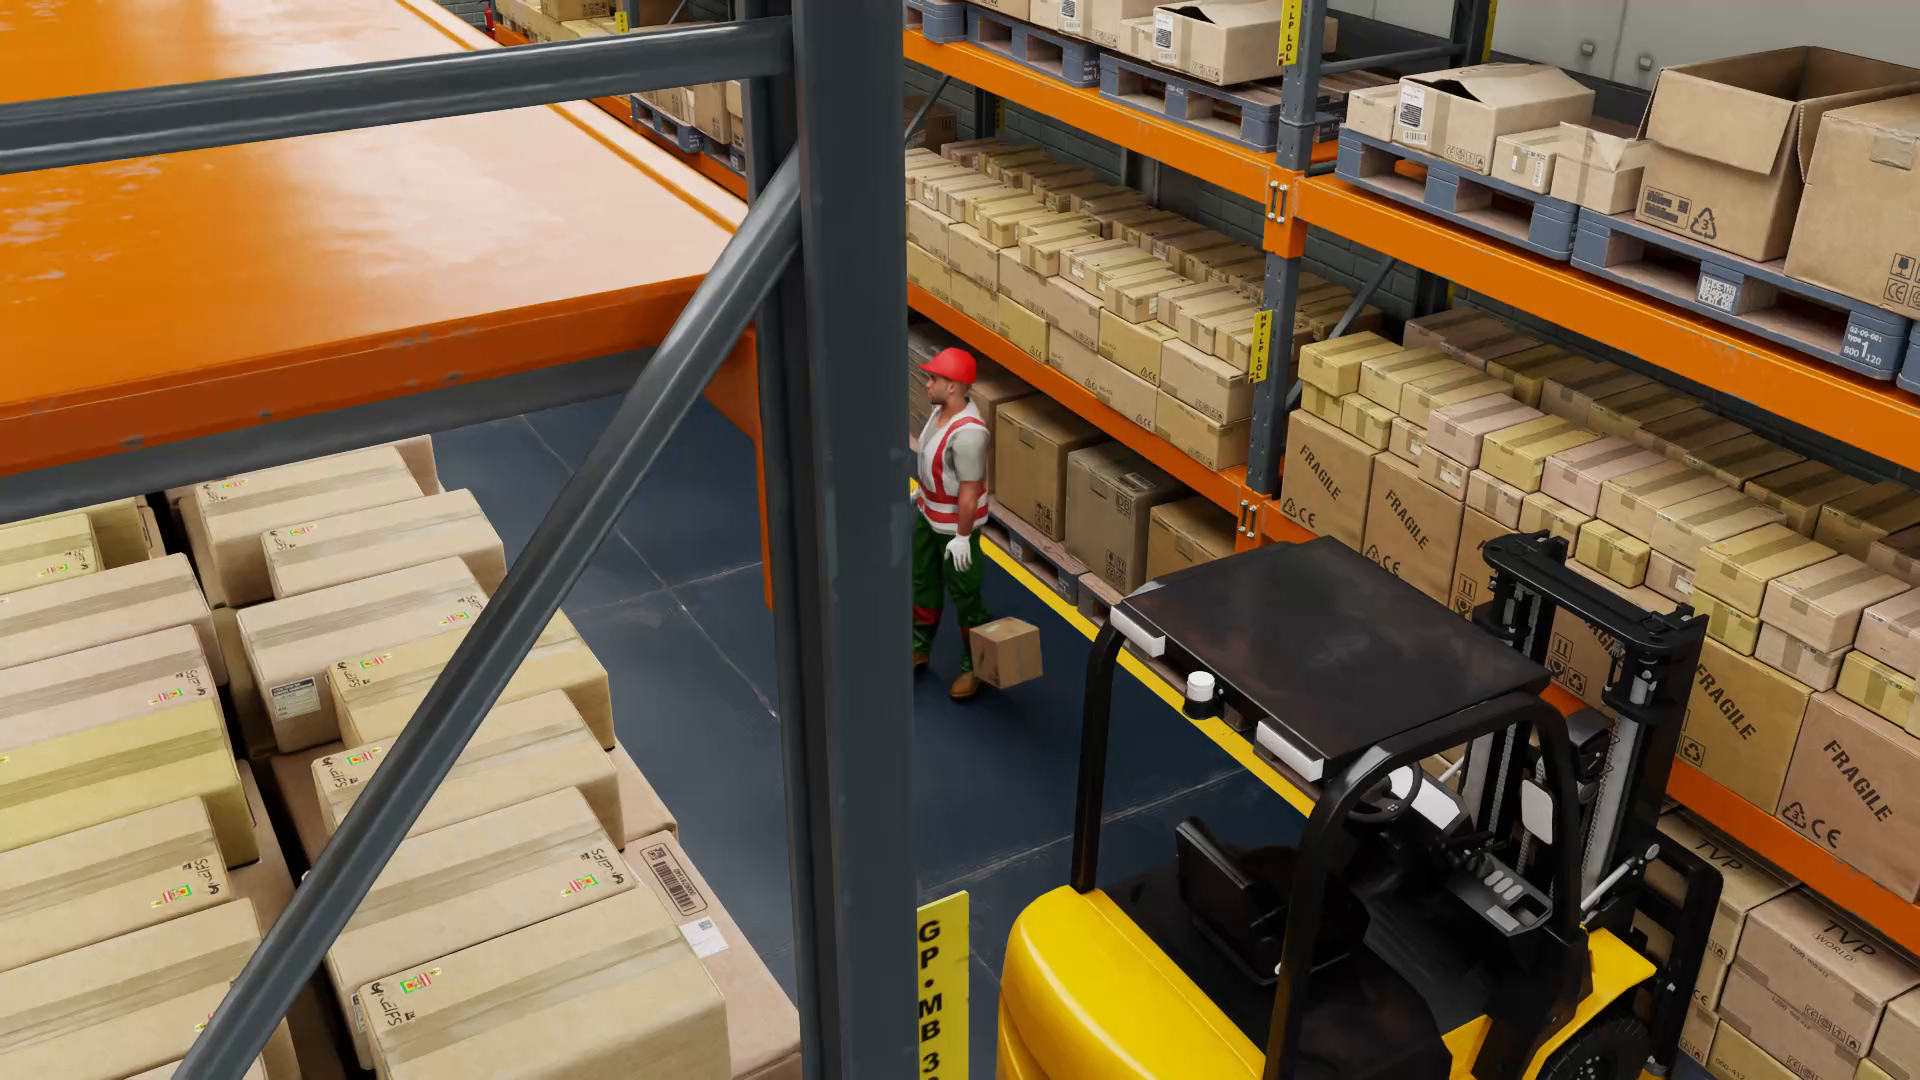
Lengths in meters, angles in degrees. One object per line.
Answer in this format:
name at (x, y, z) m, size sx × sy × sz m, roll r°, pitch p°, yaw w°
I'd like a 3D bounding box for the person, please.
person at (-0.131, -0.081, 8.193) m, size 0.530 × 1.791 × 0.582 m, roll -11°, pitch 31°, yaw -19°
